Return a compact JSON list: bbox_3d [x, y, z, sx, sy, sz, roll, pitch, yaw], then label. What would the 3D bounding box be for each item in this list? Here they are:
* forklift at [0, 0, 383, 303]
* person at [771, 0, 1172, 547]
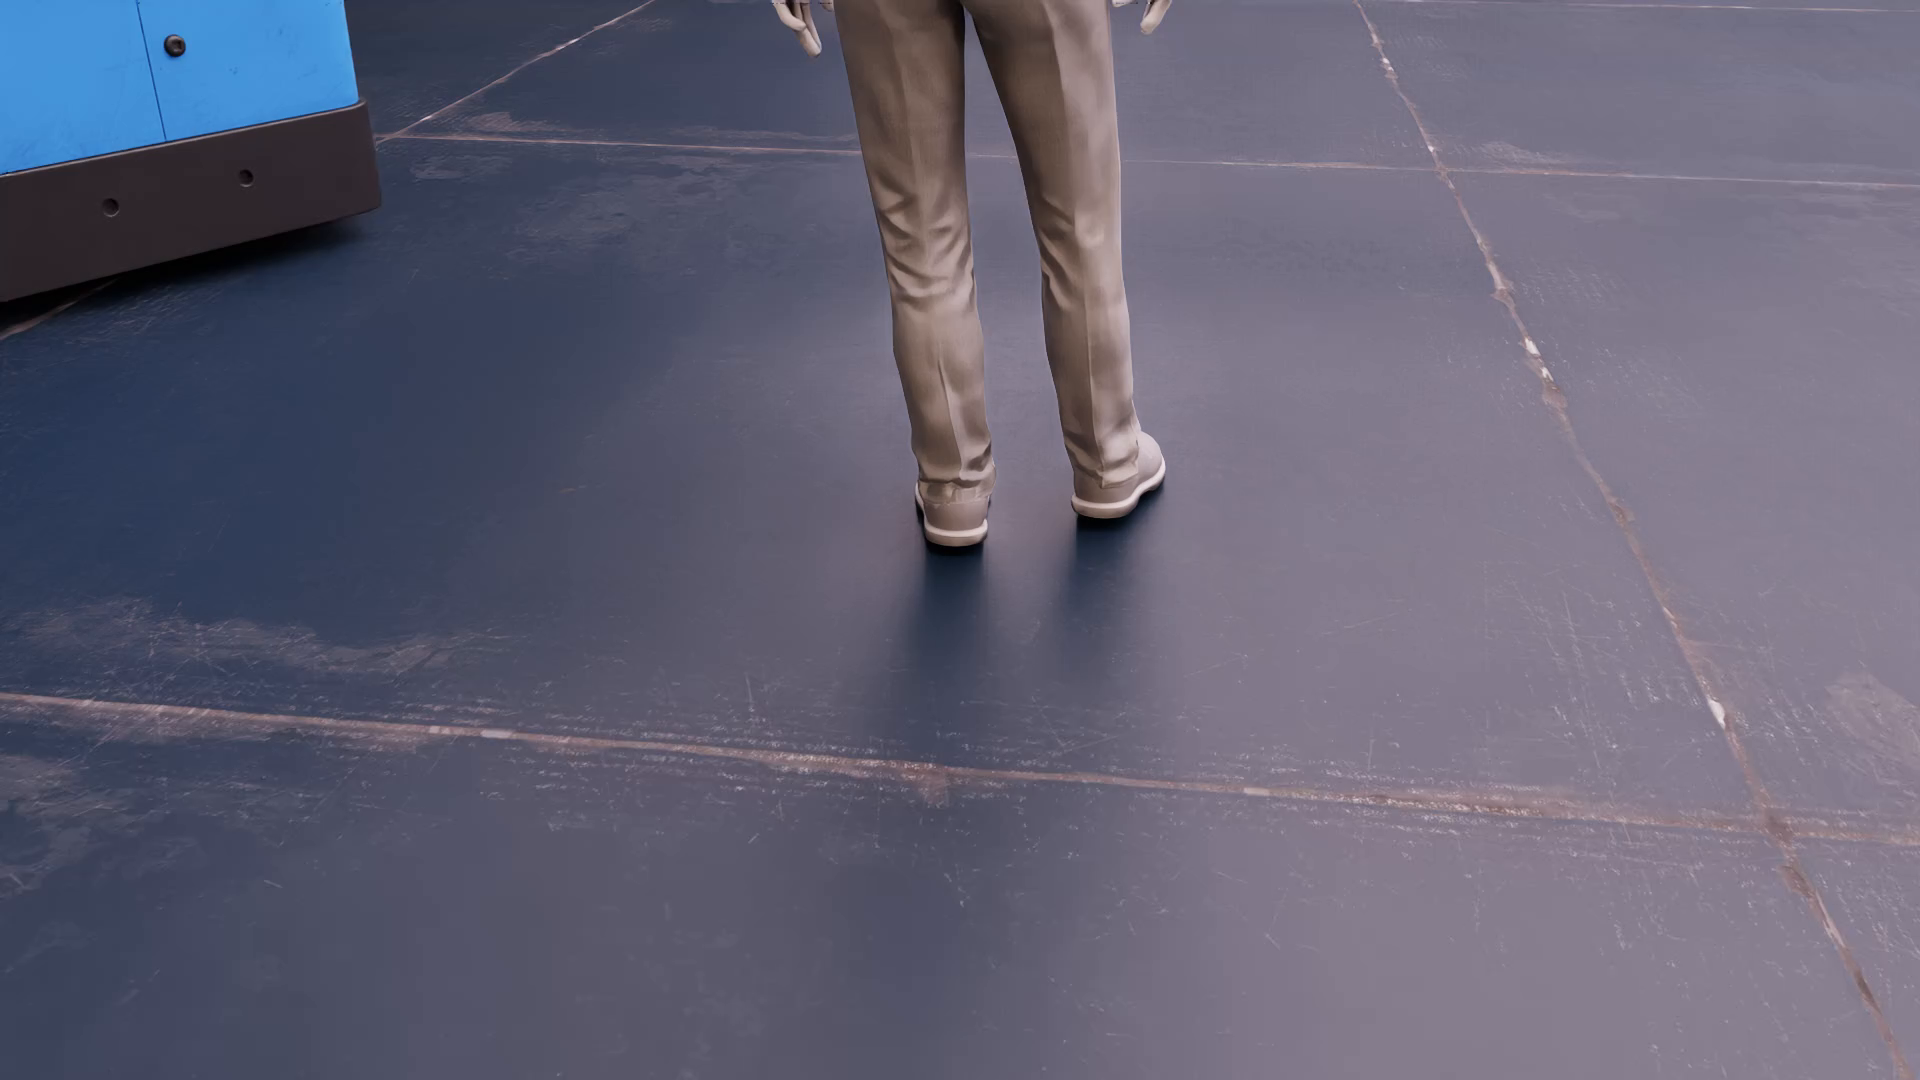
[{"bbox_3d":[-2.841,-2.268,3.763,3.031,2.935,1.130,19,32,33],"label":"forklift"},{"bbox_3d":[0.015,-0.794,2.177,0.588,1.696,0.533,3,27,7],"label":"person"}]
